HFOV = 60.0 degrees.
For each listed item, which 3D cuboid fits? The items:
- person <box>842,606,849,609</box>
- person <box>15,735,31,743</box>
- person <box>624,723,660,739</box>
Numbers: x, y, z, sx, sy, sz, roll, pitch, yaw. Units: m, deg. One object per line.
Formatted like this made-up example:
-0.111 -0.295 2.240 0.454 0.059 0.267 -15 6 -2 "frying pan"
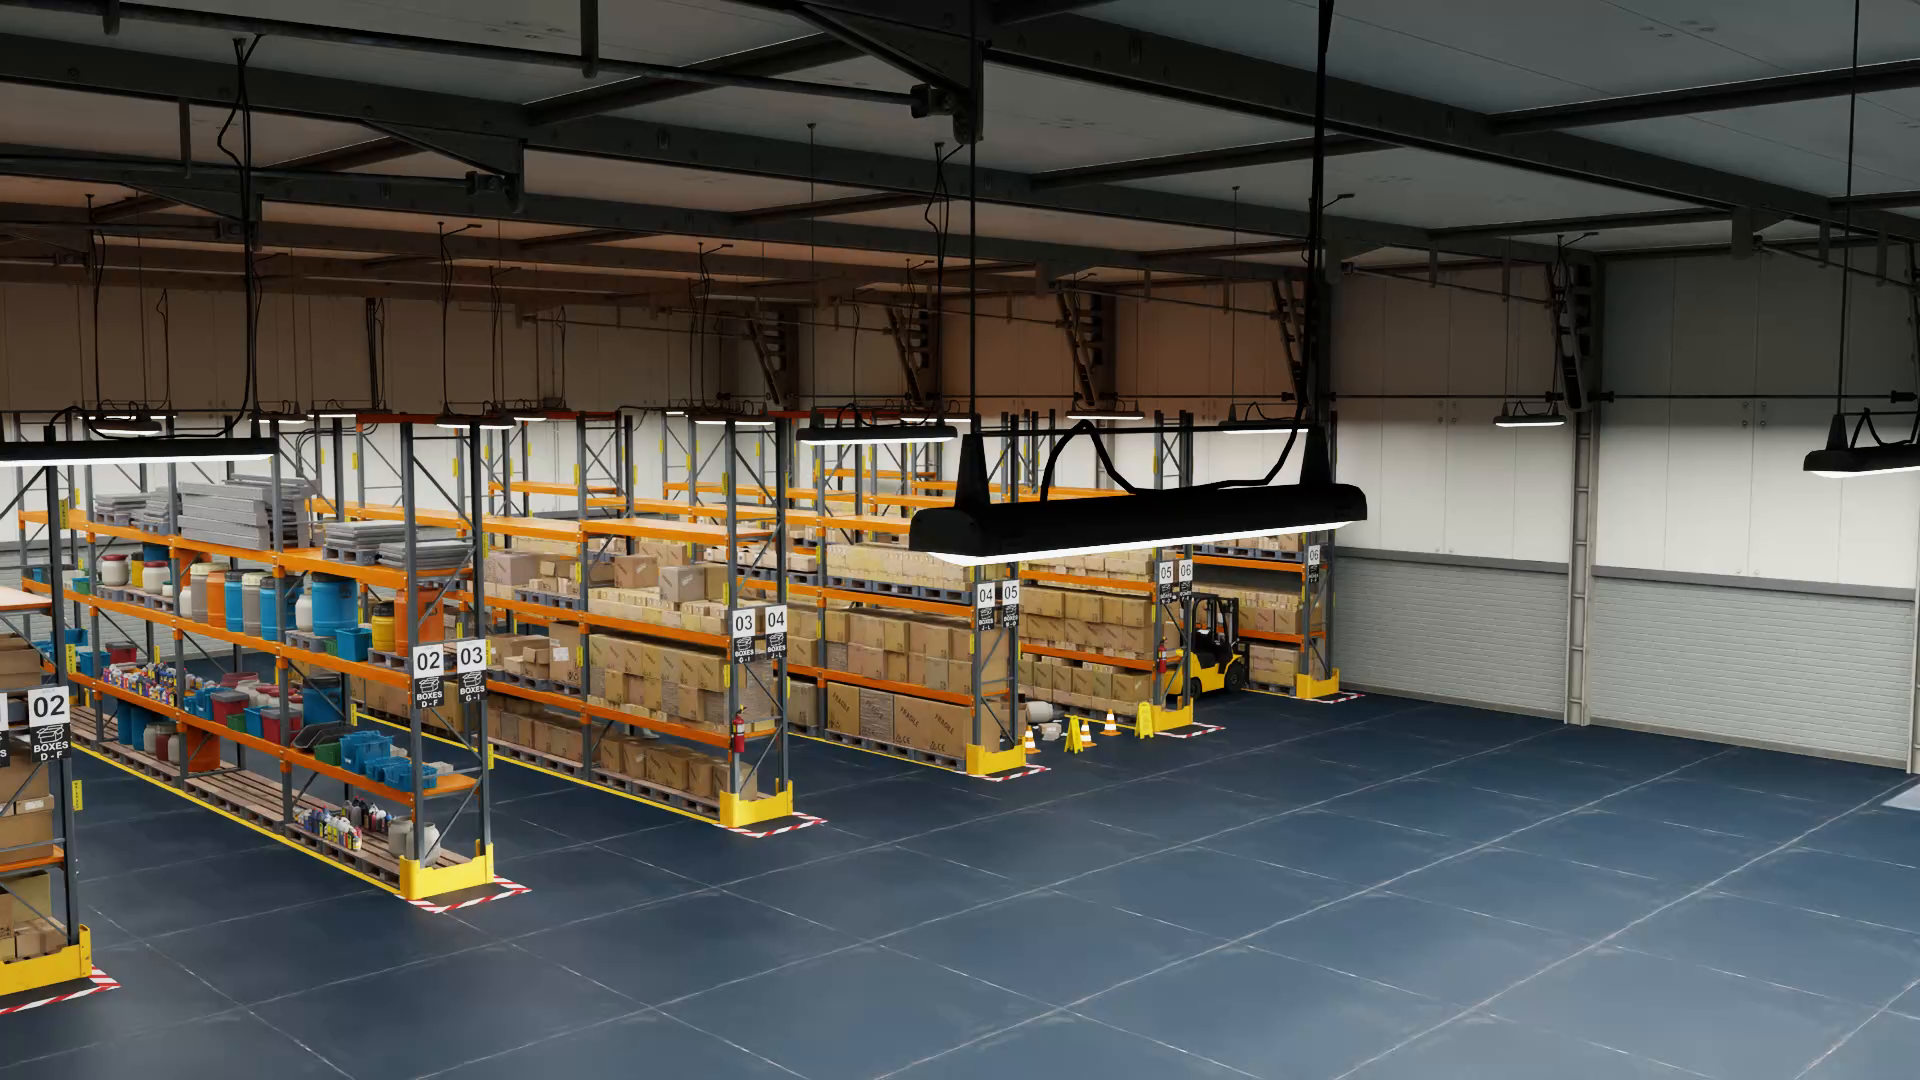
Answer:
-2.440 2.309 36.025 0.582 1.778 0.417 2 5 25 "person"
-14.636 3.175 26.150 1.046 1.734 0.658 5 7 43 "person"
-5.851 2.810 30.405 0.641 1.762 0.580 0 5 -2 "person"
